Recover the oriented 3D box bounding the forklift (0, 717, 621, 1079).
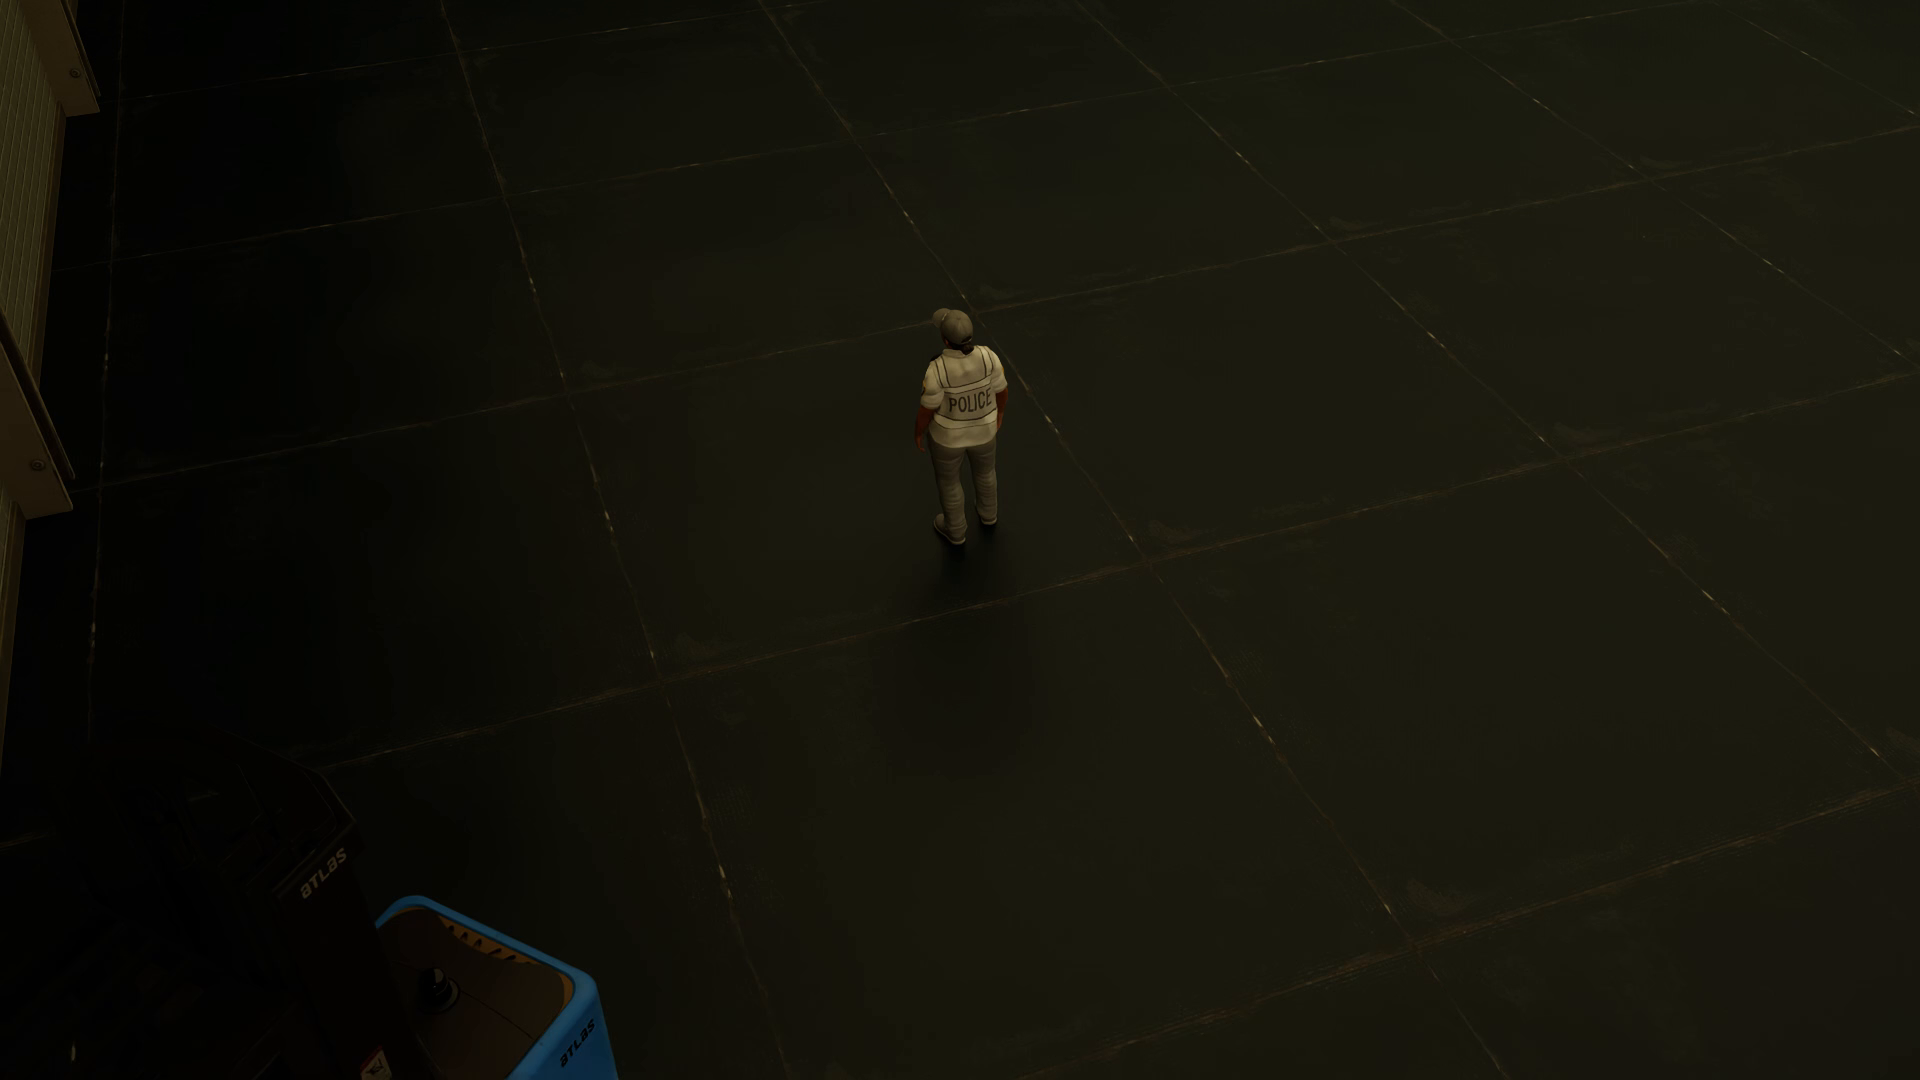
[{"bbox_3d":[-2.536,2.132,5.457,1.130,2.935,3.031,18,43,20],"label":"forklift"}]

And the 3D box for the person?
[{"bbox_3d":[-0.004,-0.695,9.797,0.598,1.670,0.529,-13,42,-15],"label":"person"}]
